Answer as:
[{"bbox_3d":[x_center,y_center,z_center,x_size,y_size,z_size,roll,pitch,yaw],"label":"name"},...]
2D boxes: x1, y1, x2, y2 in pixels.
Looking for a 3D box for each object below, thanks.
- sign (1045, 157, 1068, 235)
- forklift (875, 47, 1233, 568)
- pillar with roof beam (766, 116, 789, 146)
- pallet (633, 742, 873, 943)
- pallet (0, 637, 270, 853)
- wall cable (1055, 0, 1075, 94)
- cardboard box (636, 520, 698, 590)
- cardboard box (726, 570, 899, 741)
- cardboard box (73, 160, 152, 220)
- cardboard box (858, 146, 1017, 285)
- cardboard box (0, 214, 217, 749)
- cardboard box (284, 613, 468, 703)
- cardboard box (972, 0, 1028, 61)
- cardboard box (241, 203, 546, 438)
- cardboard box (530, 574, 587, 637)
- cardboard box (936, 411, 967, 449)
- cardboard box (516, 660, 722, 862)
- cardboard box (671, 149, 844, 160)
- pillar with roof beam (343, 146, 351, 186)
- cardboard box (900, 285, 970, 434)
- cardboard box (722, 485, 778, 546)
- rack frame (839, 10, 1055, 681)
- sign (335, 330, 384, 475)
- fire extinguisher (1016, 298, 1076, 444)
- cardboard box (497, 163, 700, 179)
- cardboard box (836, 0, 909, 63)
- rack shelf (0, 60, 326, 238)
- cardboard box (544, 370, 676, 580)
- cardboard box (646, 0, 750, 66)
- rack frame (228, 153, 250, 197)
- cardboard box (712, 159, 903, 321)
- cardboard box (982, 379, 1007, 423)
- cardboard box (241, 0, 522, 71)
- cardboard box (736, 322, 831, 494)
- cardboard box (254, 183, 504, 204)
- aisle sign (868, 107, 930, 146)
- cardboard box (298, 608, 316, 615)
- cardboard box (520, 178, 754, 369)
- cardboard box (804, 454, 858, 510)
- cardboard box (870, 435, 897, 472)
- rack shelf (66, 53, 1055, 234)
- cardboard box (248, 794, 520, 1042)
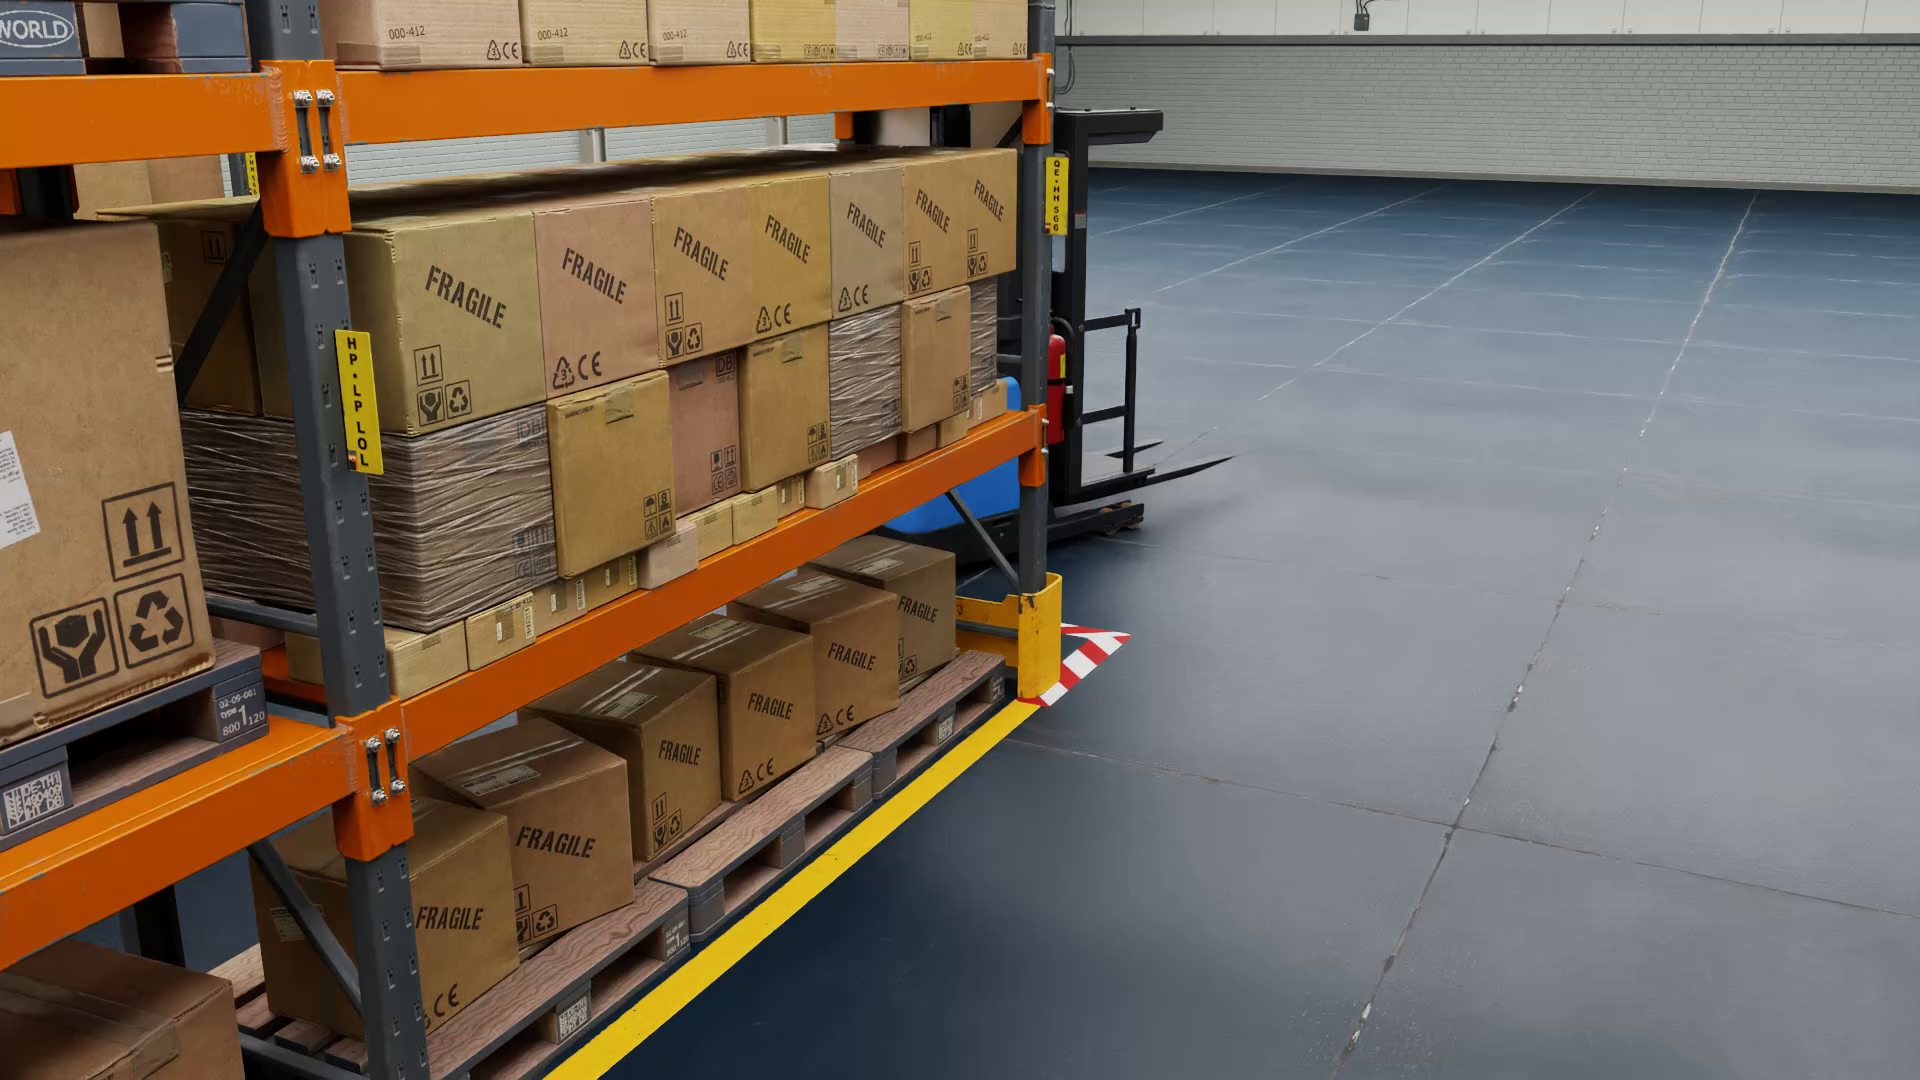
[{"bbox_3d":[0.415,-1.475,7.135,0.100,0.325,0.005,8,18,25],"label":"sign"},{"bbox_3d":[0.497,-1.530,10.029,3.031,2.935,1.130,-15,22,-41],"label":"forklift"},{"bbox_3d":[0.078,-11.115,31.640,9.100,9.000,0.400,8,18,25],"label":"pillar with roof beam"},{"bbox_3d":[-1.047,1.024,6.207,1.003,0.211,1.213,8,18,25],"label":"pallet"},{"bbox_3d":[-2.331,0.442,3.603,1.003,0.211,1.213,8,18,25],"label":"pallet"},{"bbox_3d":[1.407,-12.284,41.032,3.097,2.526,0.112,8,18,25],"label":"wall cable"},{"bbox_3d":[-1.033,0.026,5.111,0.380,0.149,0.250,8,18,25],"label":"cardboard box"},{"bbox_3d":[-0.603,0.466,6.840,0.500,0.500,0.500,14,22,40],"label":"cardboard box"},{"bbox_3d":[-4.828,-1.849,8.823,0.875,0.550,0.550,8,18,25],"label":"cardboard box"},{"bbox_3d":[-0.097,-1.343,6.823,0.500,0.500,0.500,8,18,25],"label":"cardboard box"},{"bbox_3d":[-2.340,-0.130,3.403,1.000,1.000,1.000,8,18,26],"label":"cardboard box"},{"bbox_3d":[-1.495,0.278,4.261,0.380,0.149,0.250,8,18,25],"label":"cardboard box"},{"bbox_3d":[-0.060,-2.055,6.672,0.500,0.250,0.500,9,19,27],"label":"cardboard box"},{"bbox_3d":[-1.431,-0.578,4.247,0.500,0.500,0.500,8,18,25],"label":"cardboard box"},{"bbox_3d":[-1.284,0.149,4.696,0.380,0.149,0.250,8,18,25],"label":"cardboard box"},{"bbox_3d":[-0.193,-0.491,6.852,0.380,0.149,0.250,8,18,25],"label":"cardboard box"},{"bbox_3d":[-1.189,0.759,5.852,0.500,0.500,0.500,6,18,20],"label":"cardboard box"},{"bbox_3d":[-0.792,-1.282,6.620,0.500,0.500,0.500,8,18,25],"label":"cardboard box"},{"bbox_3d":[-5.284,-8.058,21.349,9.100,9.000,0.400,8,18,25],"label":"pillar with roof beam"},{"bbox_3d":[-0.459,-0.756,6.603,0.875,0.500,0.500,8,18,25],"label":"cardboard box"},{"bbox_3d":[-0.836,-0.106,5.553,0.380,0.149,0.250,8,18,25],"label":"cardboard box"},{"bbox_3d":[-0.072,-0.845,7.600,1.000,3.000,0.127,8,18,25],"label":"rack frame"},{"bbox_3d":[-1.362,-0.311,3.770,0.100,0.325,0.005,8,18,25],"label":"sign"},{"bbox_3d":[0.391,-0.778,7.511,0.296,0.674,0.183,8,18,25],"label":"fire extinguisher"},{"bbox_3d":[-1.232,-1.027,5.759,0.500,0.500,0.500,8,18,25],"label":"cardboard box"},{"bbox_3d":[-0.518,-1.798,5.806,0.500,0.250,0.500,9,19,27],"label":"cardboard box"},{"bbox_3d":[-2.753,-0.409,2.129,1.077,0.370,4.000,8,18,25],"label":"rack shelf"},{"bbox_3d":[-1.348,-0.246,4.886,0.875,0.500,0.500,8,18,25],"label":"cardboard box"},{"bbox_3d":[-0.966,-1.534,4.917,0.500,0.250,0.500,7,18,23],"label":"cardboard box"},{"bbox_3d":[-4.464,-1.501,9.811,1.000,3.000,0.127,8,18,25],"label":"rack frame"},{"bbox_3d":[-0.541,-1.088,5.964,0.500,0.500,0.500,8,18,25],"label":"cardboard box"},{"bbox_3d":[-0.015,-0.625,7.302,0.380,0.149,0.250,8,18,25],"label":"cardboard box"},{"bbox_3d":[-1.429,-1.274,4.040,0.500,0.250,0.500,7,18,23],"label":"cardboard box"},{"bbox_3d":[-0.955,-0.508,5.769,0.875,0.500,0.500,8,18,25],"label":"cardboard box"},{"bbox_3d":[-1.683,-0.773,4.903,0.500,0.500,0.500,8,18,25],"label":"cardboard box"},{"bbox_3d":[-0.313,-2.145,7.411,0.394,0.787,0.004,8,18,25],"label":"aisle sign"},{"bbox_3d":[-1.906,0.140,4.726,0.380,0.149,0.250,8,18,25],"label":"cardboard box"},{"bbox_3d":[-0.985,-0.833,5.105,0.500,0.500,0.500,8,18,25],"label":"cardboard box"},{"bbox_3d":[-0.591,-0.230,5.971,0.380,0.149,0.250,8,18,25],"label":"cardboard box"},{"bbox_3d":[-0.467,-0.371,6.447,0.380,0.149,0.250,8,18,25],"label":"cardboard box"},{"bbox_3d":[-0.966,-1.428,5.560,1.077,0.370,4.000,8,18,25],"label":"rack shelf"},{"bbox_3d":[-1.645,1.074,4.791,0.500,0.500,0.500,7,18,24],"label":"cardboard box"}]
